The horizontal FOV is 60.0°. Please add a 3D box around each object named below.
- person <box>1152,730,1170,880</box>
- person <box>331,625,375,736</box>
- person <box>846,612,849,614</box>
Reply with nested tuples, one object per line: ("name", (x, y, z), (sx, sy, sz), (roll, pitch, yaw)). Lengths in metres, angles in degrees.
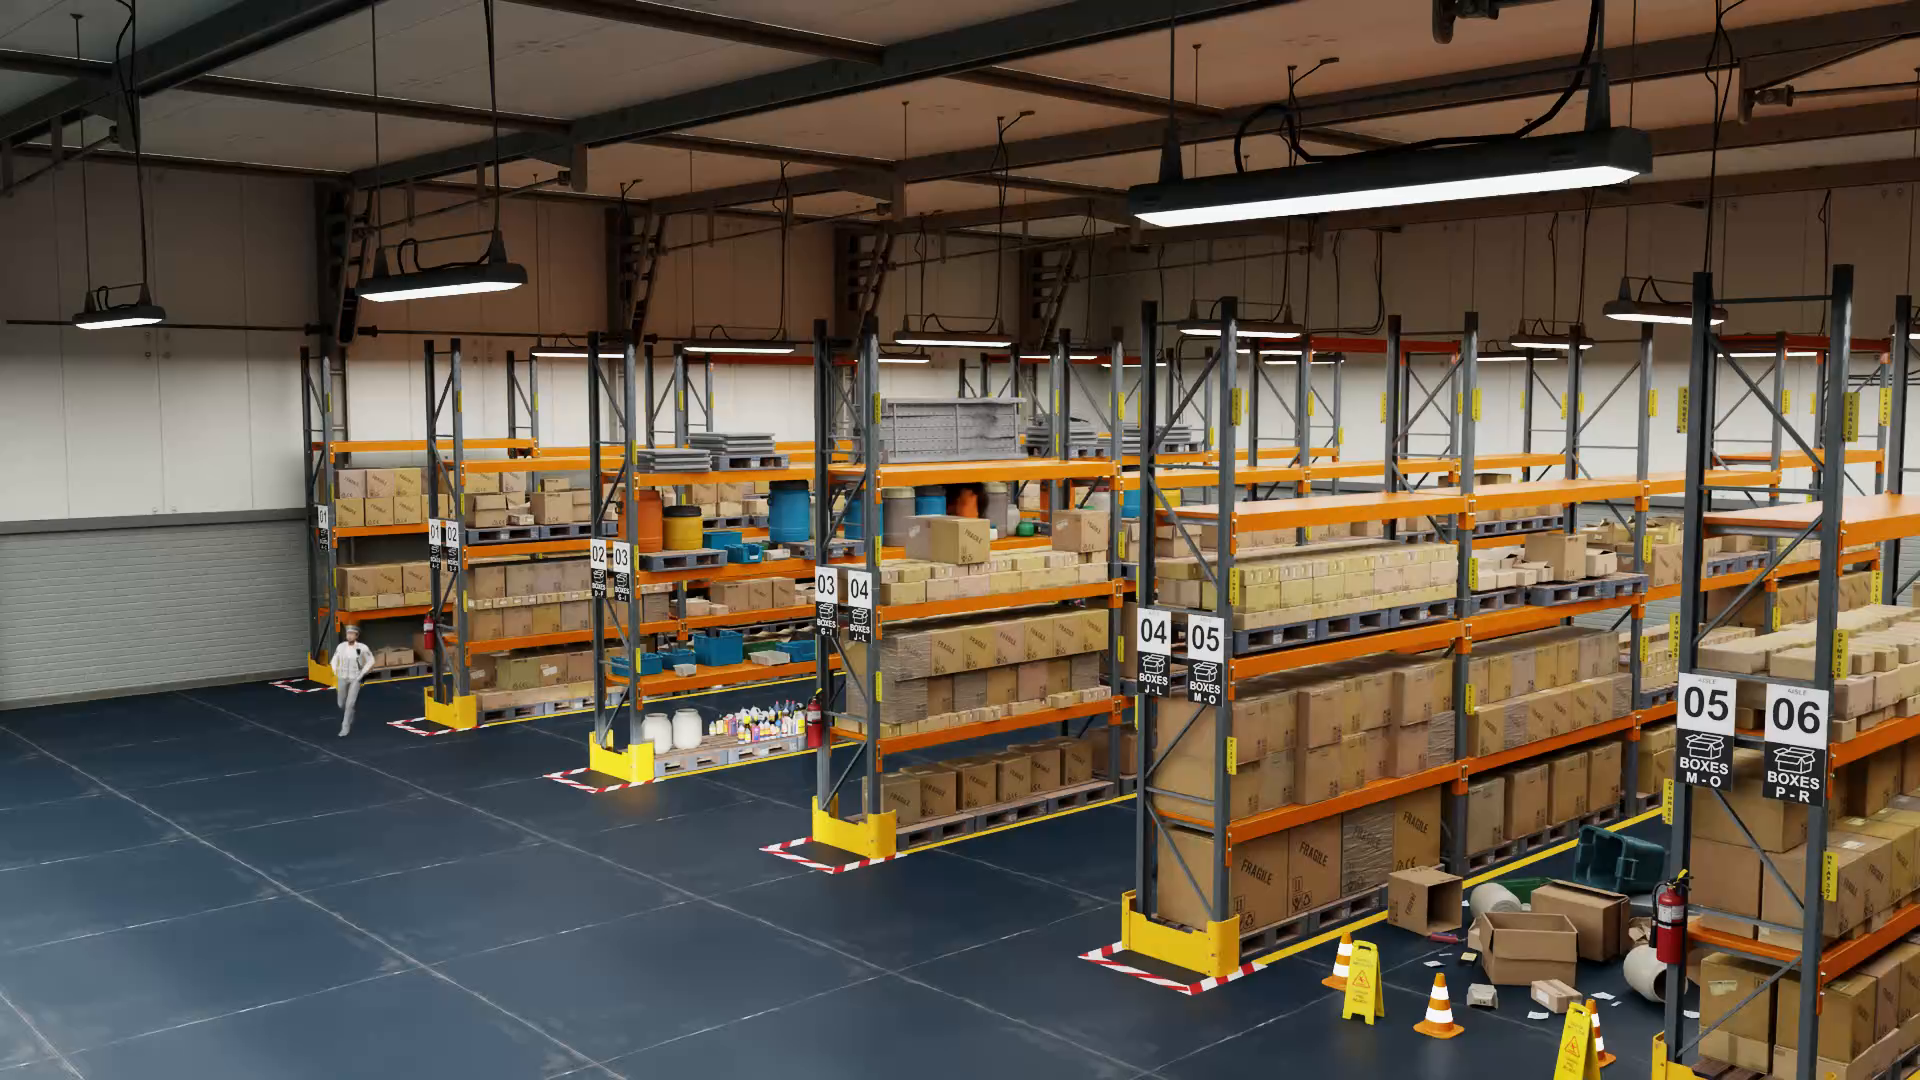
("person", (2.253, 2.710, 18.035), (0.658, 1.777, 0.828), (4, 6, 39))
("person", (-9.272, 2.113, 25.414), (0.635, 1.676, 0.691), (0, 5, -3))
("person", (-2.156, 1.203, 35.437), (0.549, 1.755, 0.755), (4, 6, 38))
